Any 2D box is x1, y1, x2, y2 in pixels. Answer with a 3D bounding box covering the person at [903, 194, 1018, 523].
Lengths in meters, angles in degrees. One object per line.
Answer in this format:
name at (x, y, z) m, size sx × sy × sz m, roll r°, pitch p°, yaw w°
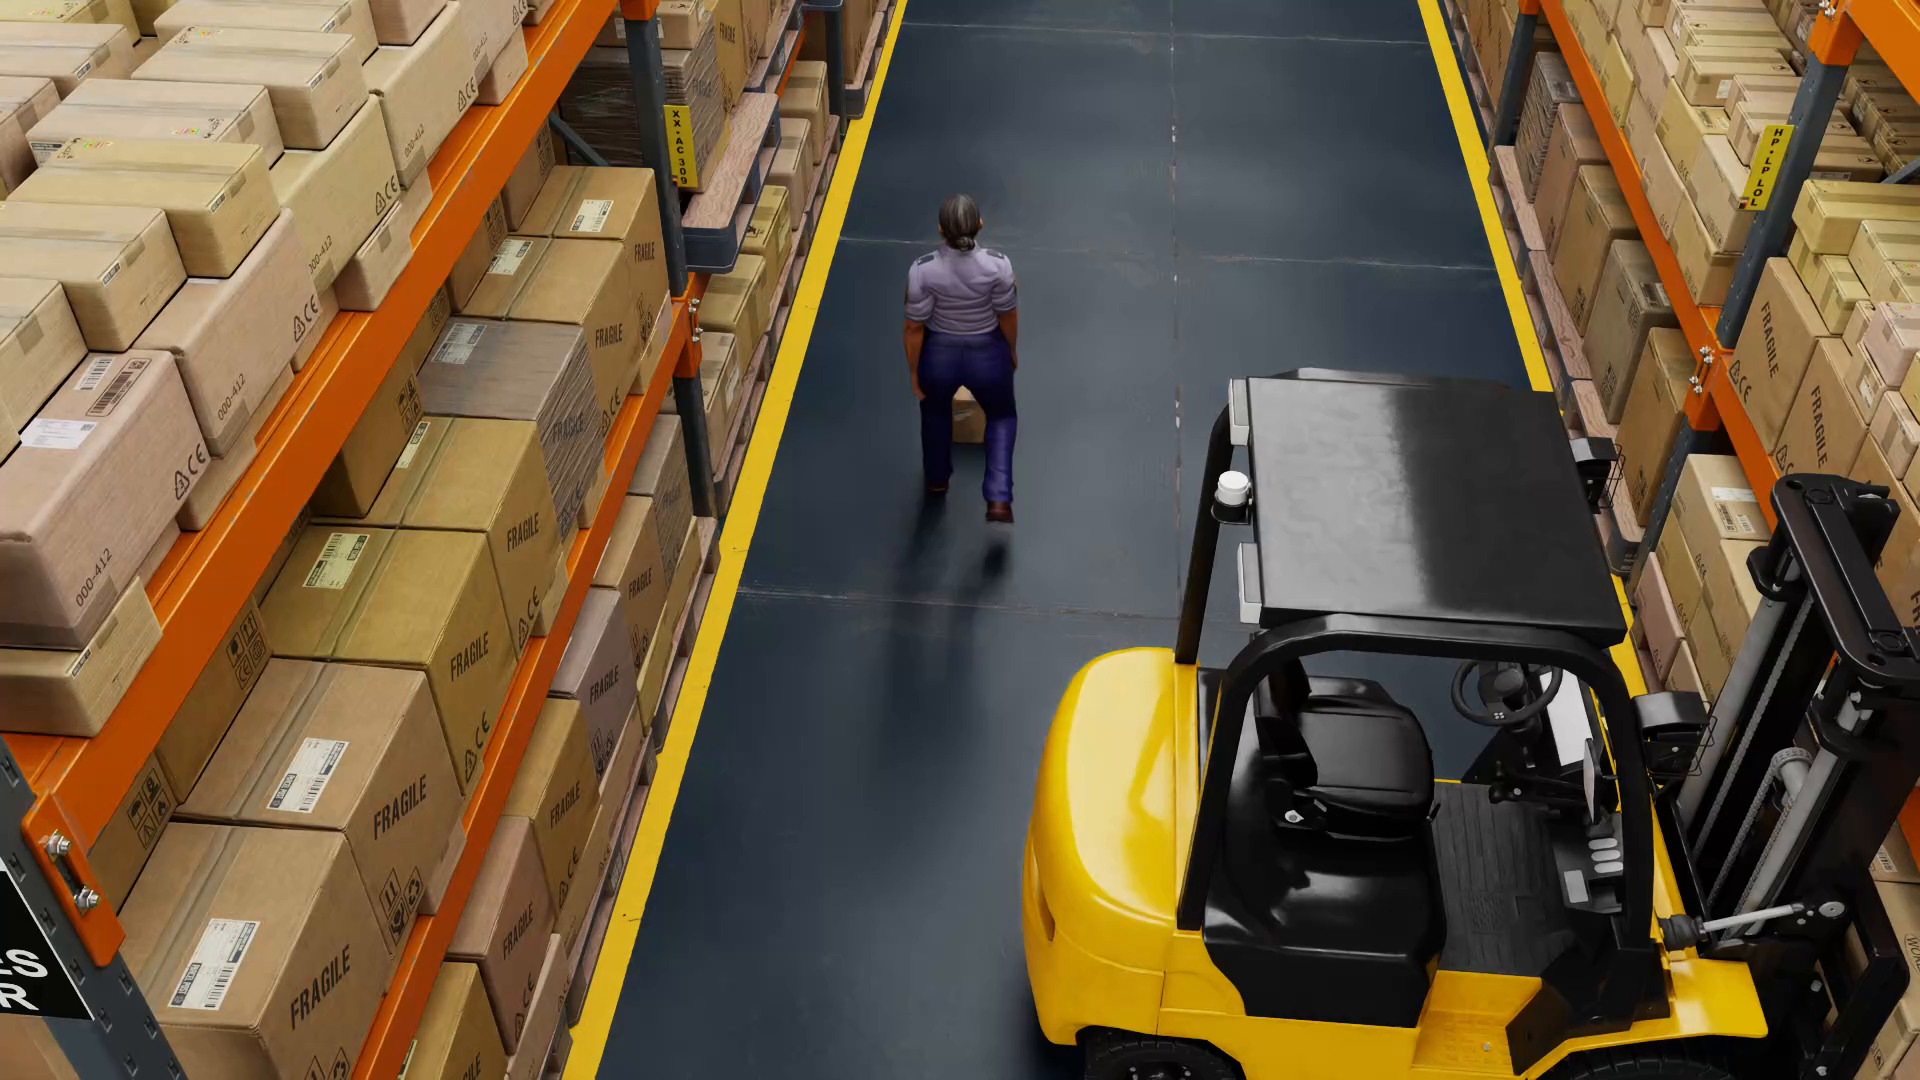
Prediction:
person at (0.012, -0.780, 7.066) m, size 0.486 × 1.622 × 0.752 m, roll 0°, pitch 40°, yaw 0°
